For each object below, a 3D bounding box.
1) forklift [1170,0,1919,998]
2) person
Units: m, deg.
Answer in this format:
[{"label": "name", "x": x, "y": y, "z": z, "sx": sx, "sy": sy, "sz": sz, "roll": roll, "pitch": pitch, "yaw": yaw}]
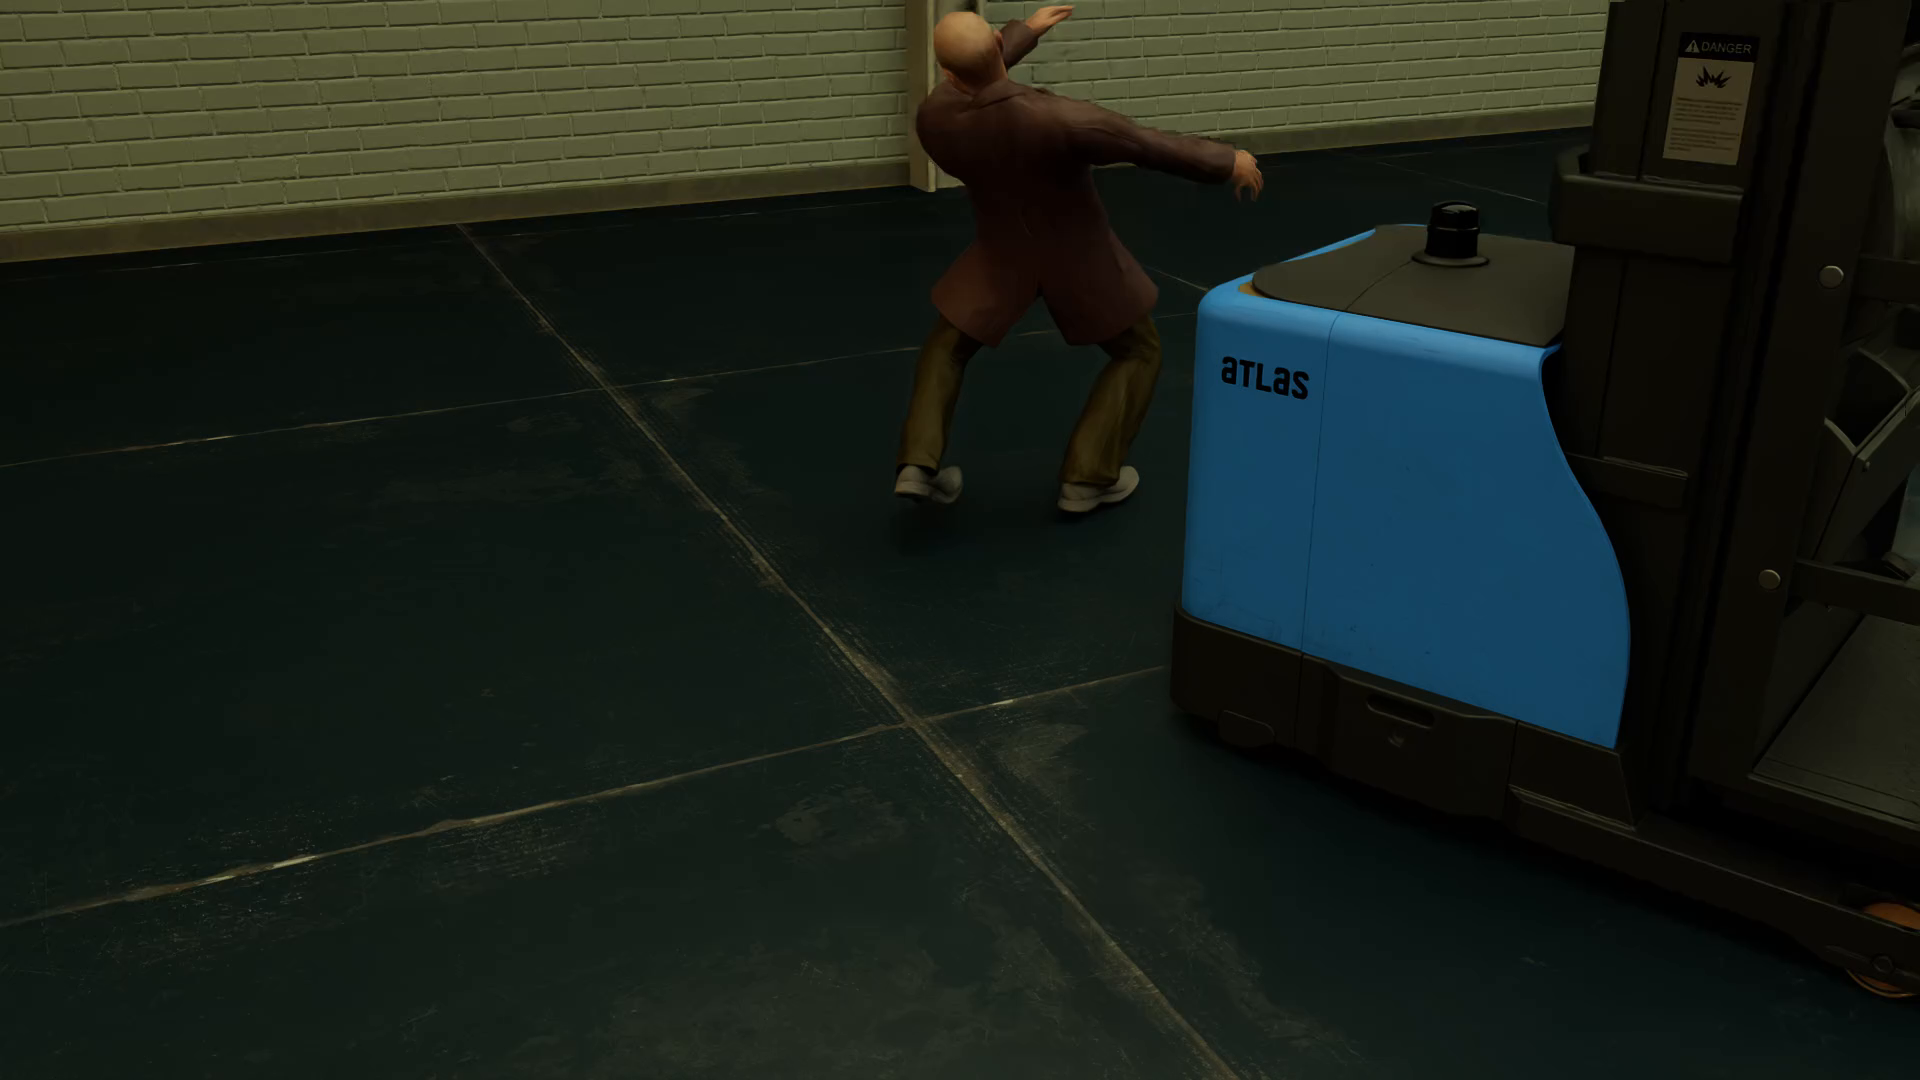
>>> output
[{"label": "forklift", "x": 1.969, "y": -0.693, "z": 2.954, "sx": 3.031, "sy": 2.935, "sz": 1.130, "roll": 17, "pitch": 28, "yaw": 36}, {"label": "person", "x": 0.370, "y": -0.830, "z": 5.077, "sx": 1.065, "sy": 1.537, "sz": 0.835, "roll": 4, "pitch": 23, "yaw": 10}]
